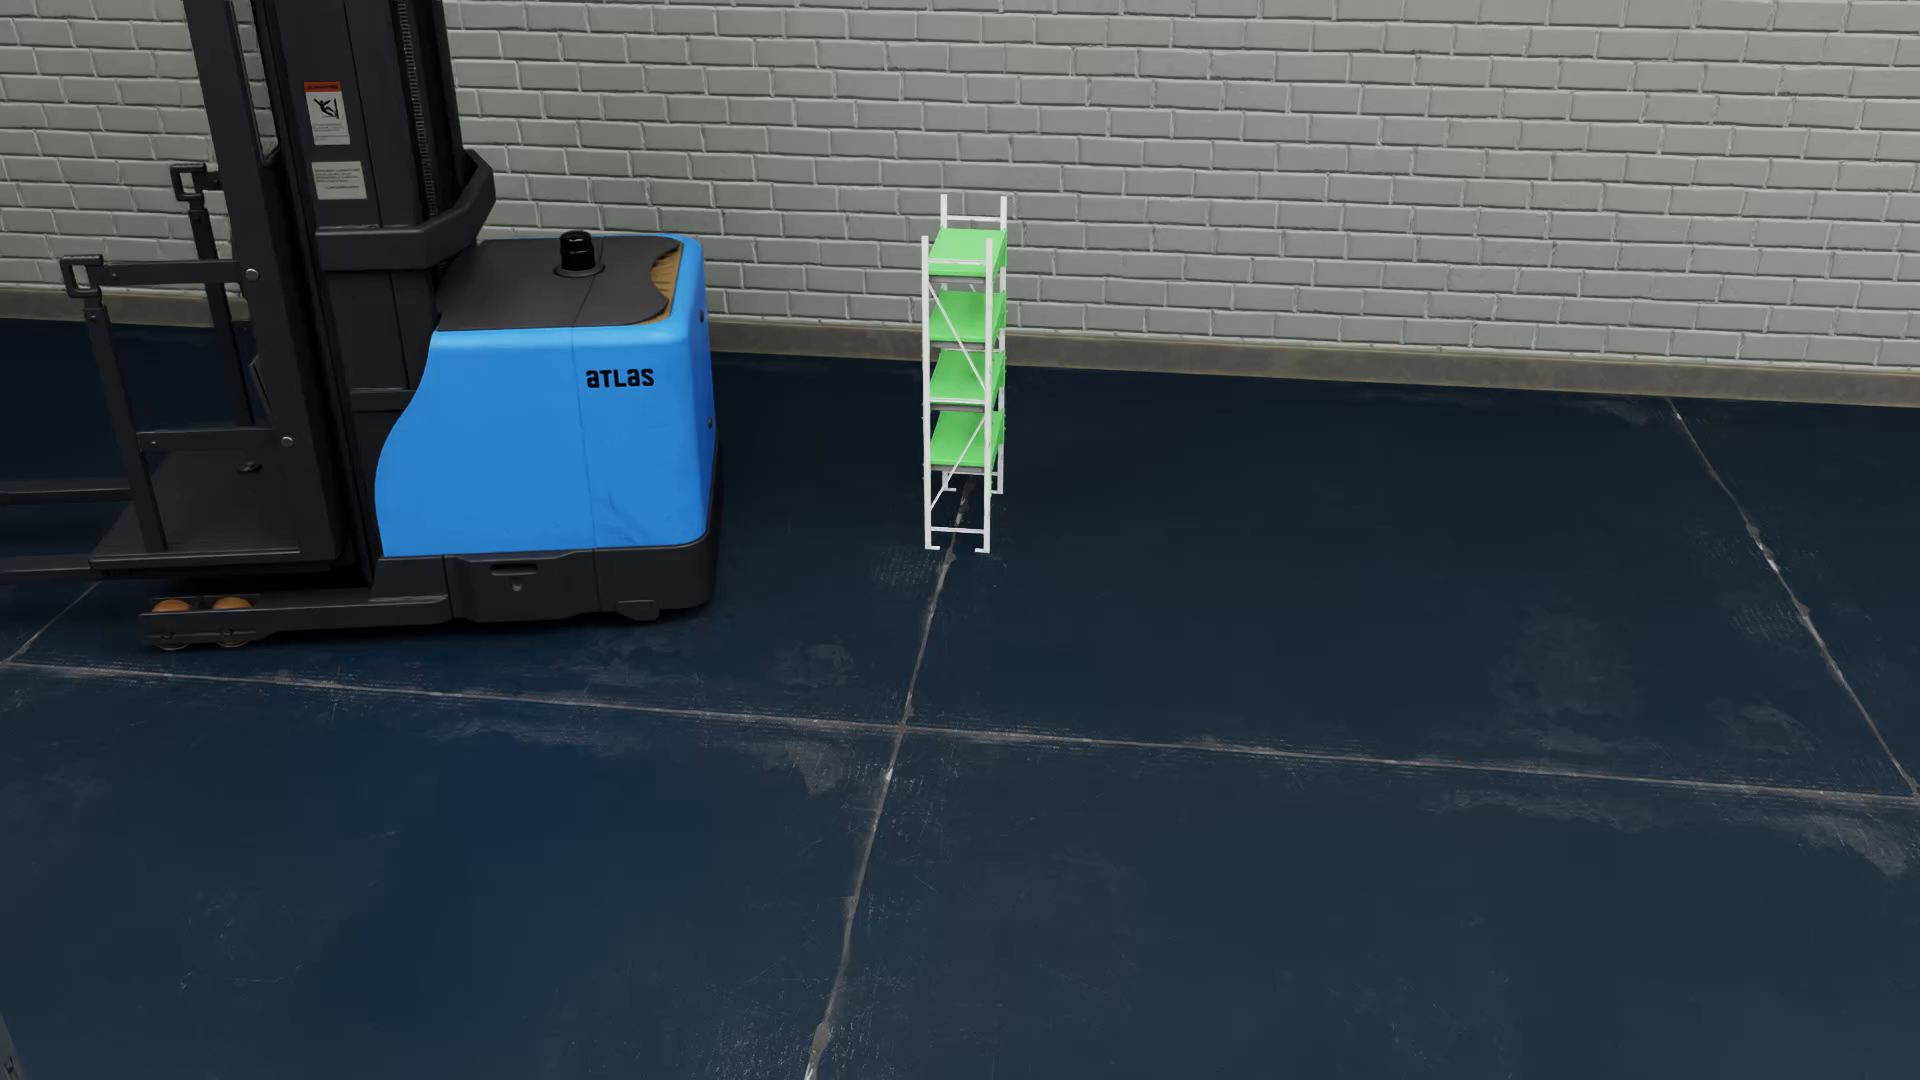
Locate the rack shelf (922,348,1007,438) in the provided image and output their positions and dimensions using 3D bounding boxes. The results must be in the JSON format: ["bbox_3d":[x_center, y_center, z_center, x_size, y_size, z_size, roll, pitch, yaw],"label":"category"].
[{"bbox_3d":[0.020,-0.550,6.140,0.258,0.148,0.480,3,28,6],"label":"rack shelf"}]

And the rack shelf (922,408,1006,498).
[{"bbox_3d":[0.020,-0.339,6.254,0.258,0.148,0.480,3,28,6],"label":"rack shelf"}]

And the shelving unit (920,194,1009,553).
[{"bbox_3d":[0.020,-0.606,6.110,0.258,1.200,0.503,3,28,6],"label":"shelving unit"}]

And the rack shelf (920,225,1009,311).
[{"bbox_3d":[0.020,-0.972,5.913,0.258,0.148,0.480,3,28,6],"label":"rack shelf"}]

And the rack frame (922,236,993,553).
[{"bbox_3d":[-0.010,-0.491,5.897,0.240,1.200,0.015,3,28,6],"label":"rack frame"}]

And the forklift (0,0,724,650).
[{"bbox_3d":[-2.397,-1.184,5.357,3.031,2.935,1.130,-2,28,-4],"label":"forklift"}]

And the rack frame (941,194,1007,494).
[{"bbox_3d":[0.050,-0.721,6.323,0.240,1.200,0.015,3,28,6],"label":"rack frame"}]

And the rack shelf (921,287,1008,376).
[{"bbox_3d":[0.020,-0.761,6.027,0.258,0.148,0.480,3,28,6],"label":"rack shelf"}]
